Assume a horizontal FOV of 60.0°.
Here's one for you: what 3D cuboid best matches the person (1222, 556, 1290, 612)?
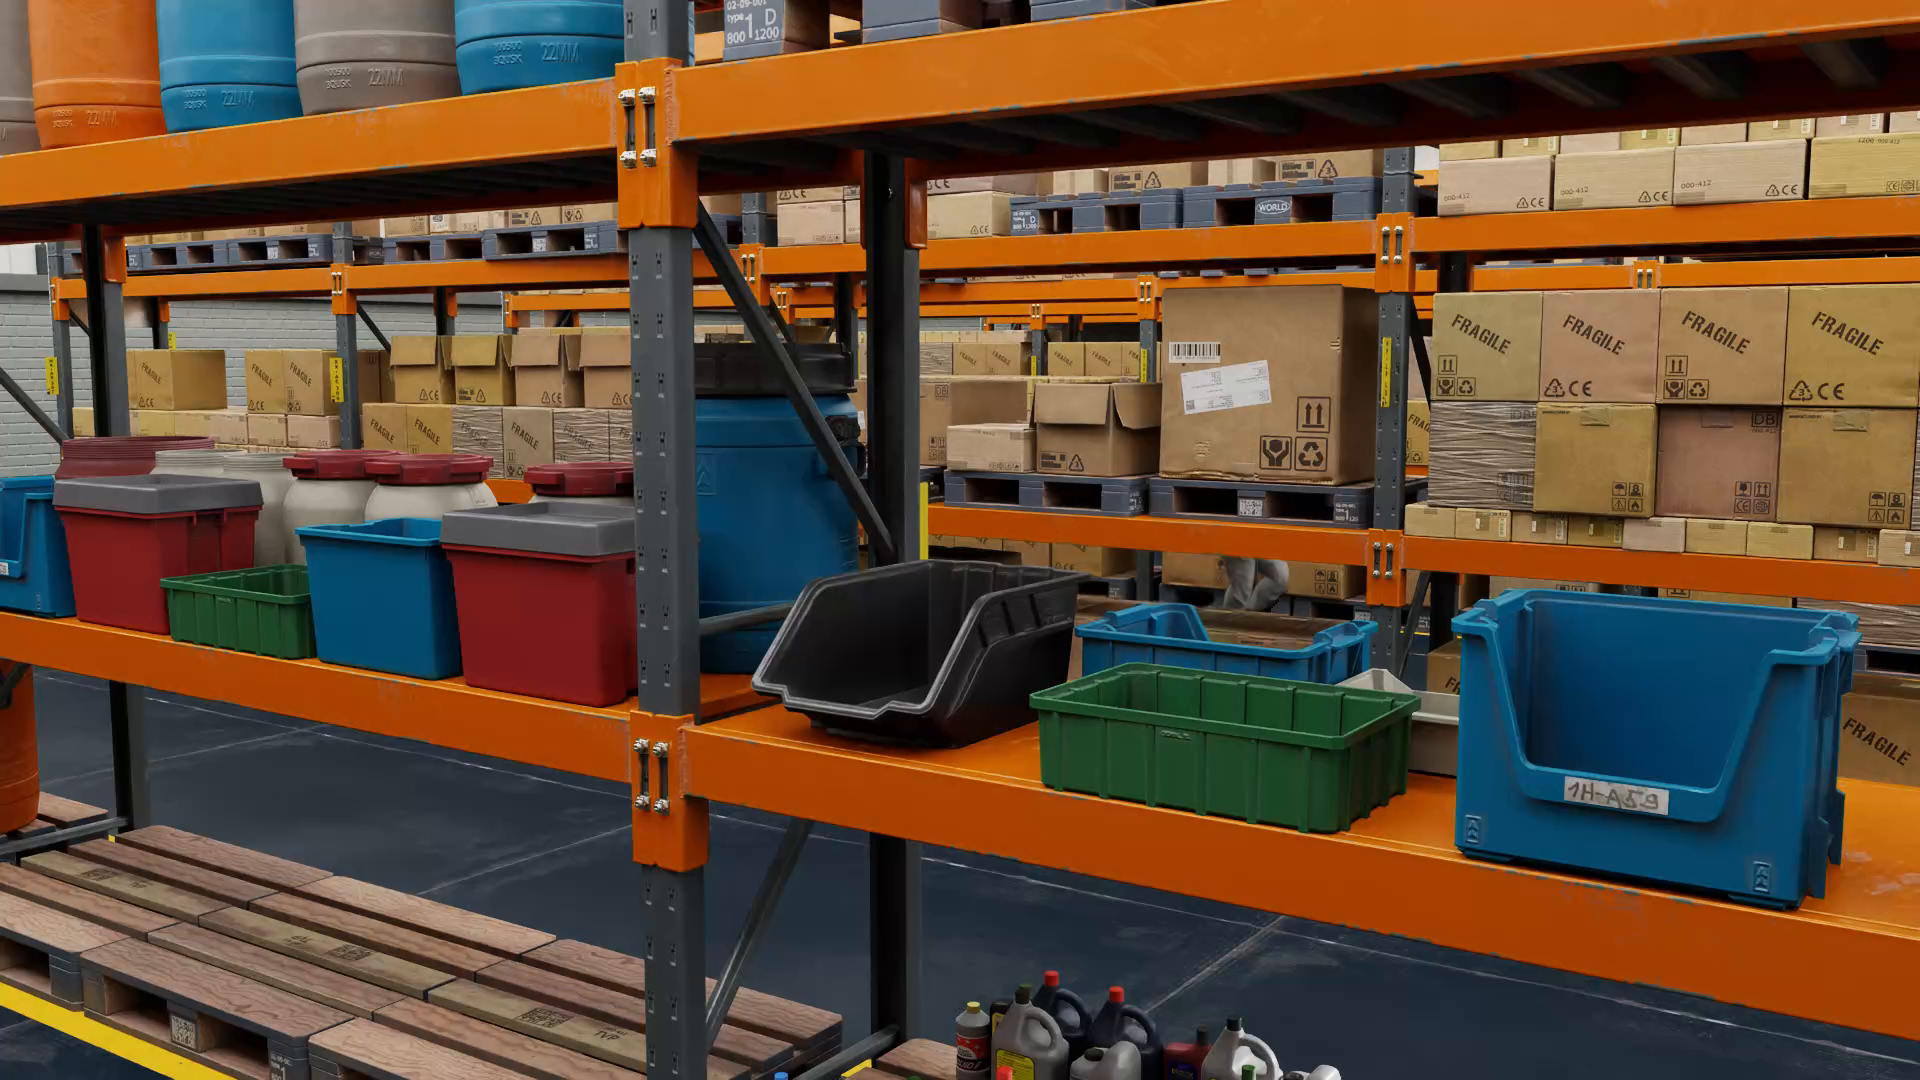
[{"bbox_3d":[2.099,-0.013,12.020,0.457,1.687,0.479,5,8,37],"label":"person"}]
